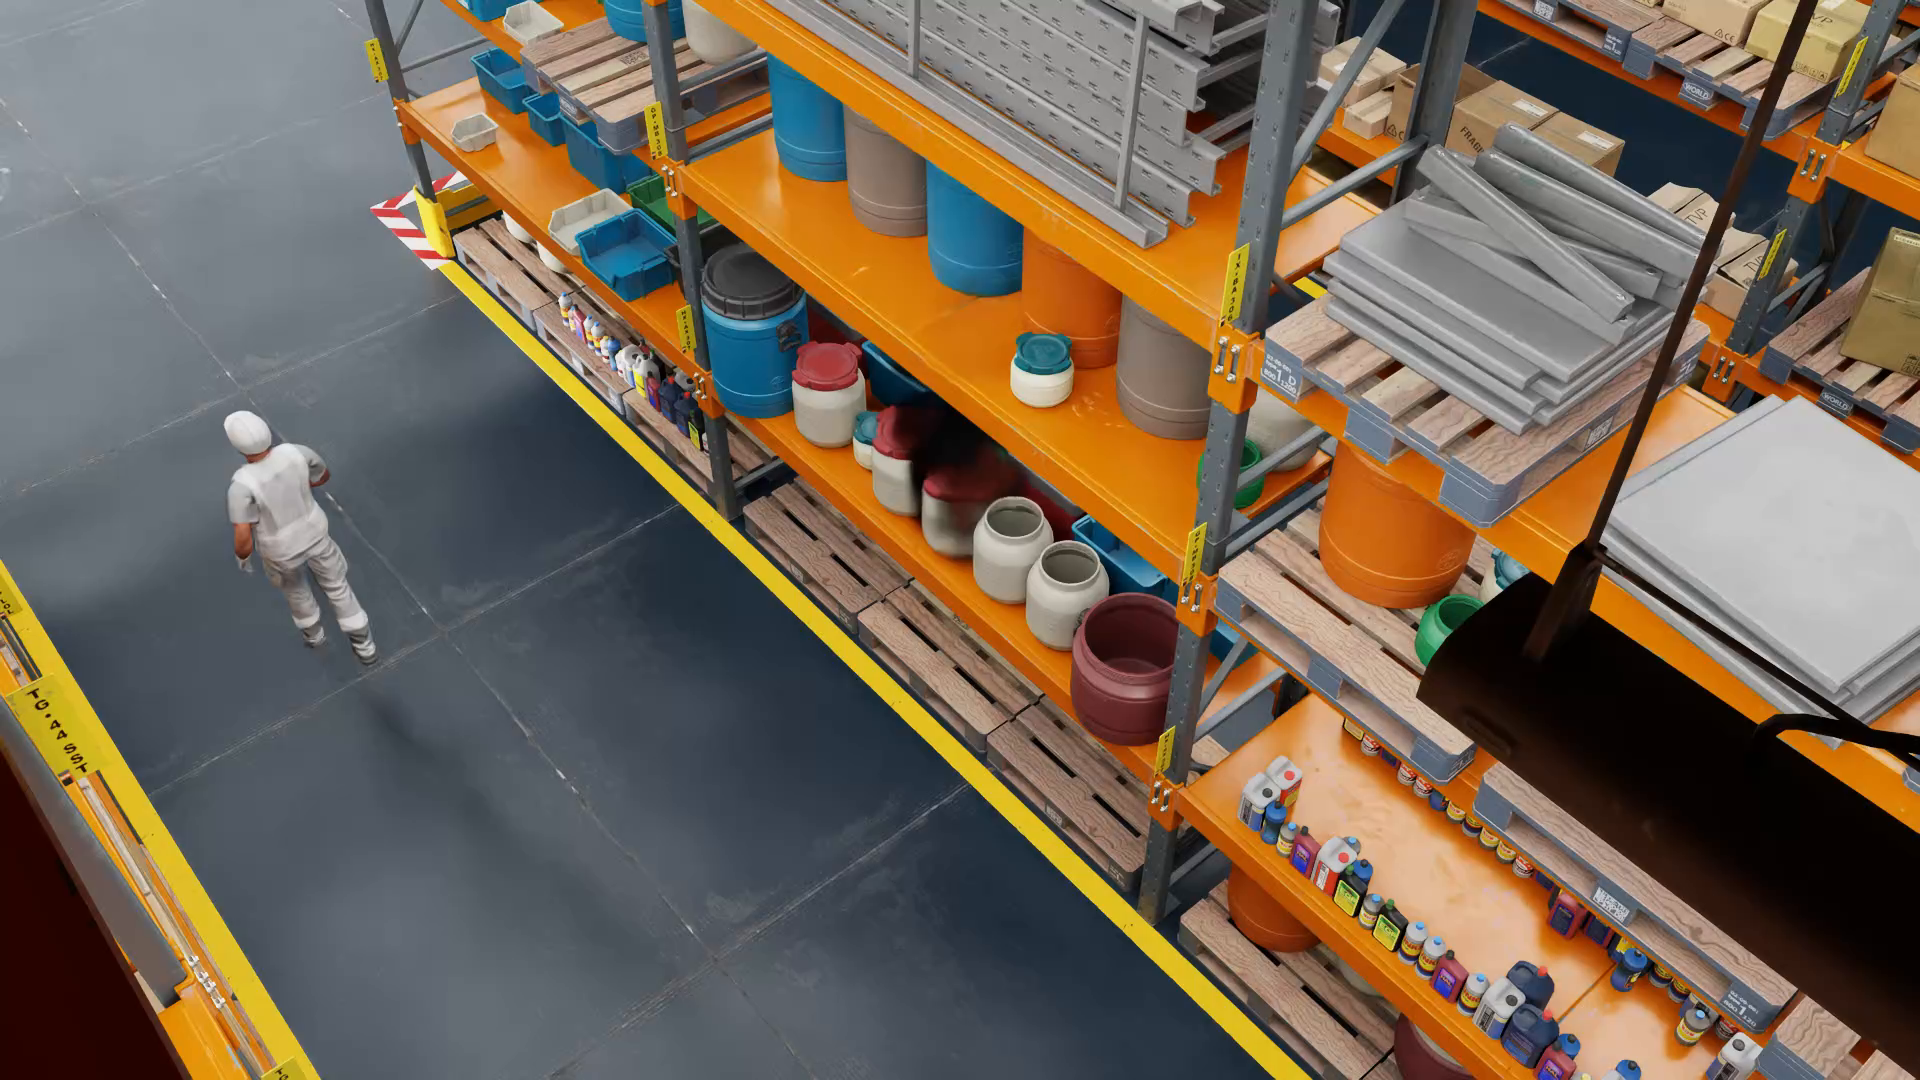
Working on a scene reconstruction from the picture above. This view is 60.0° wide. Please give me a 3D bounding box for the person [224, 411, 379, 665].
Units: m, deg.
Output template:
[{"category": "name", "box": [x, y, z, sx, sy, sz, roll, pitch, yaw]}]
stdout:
[{"category": "person", "box": [-3.747, 0.038, 9.358, 0.680, 1.914, 0.743, -35, 56, -29]}]
